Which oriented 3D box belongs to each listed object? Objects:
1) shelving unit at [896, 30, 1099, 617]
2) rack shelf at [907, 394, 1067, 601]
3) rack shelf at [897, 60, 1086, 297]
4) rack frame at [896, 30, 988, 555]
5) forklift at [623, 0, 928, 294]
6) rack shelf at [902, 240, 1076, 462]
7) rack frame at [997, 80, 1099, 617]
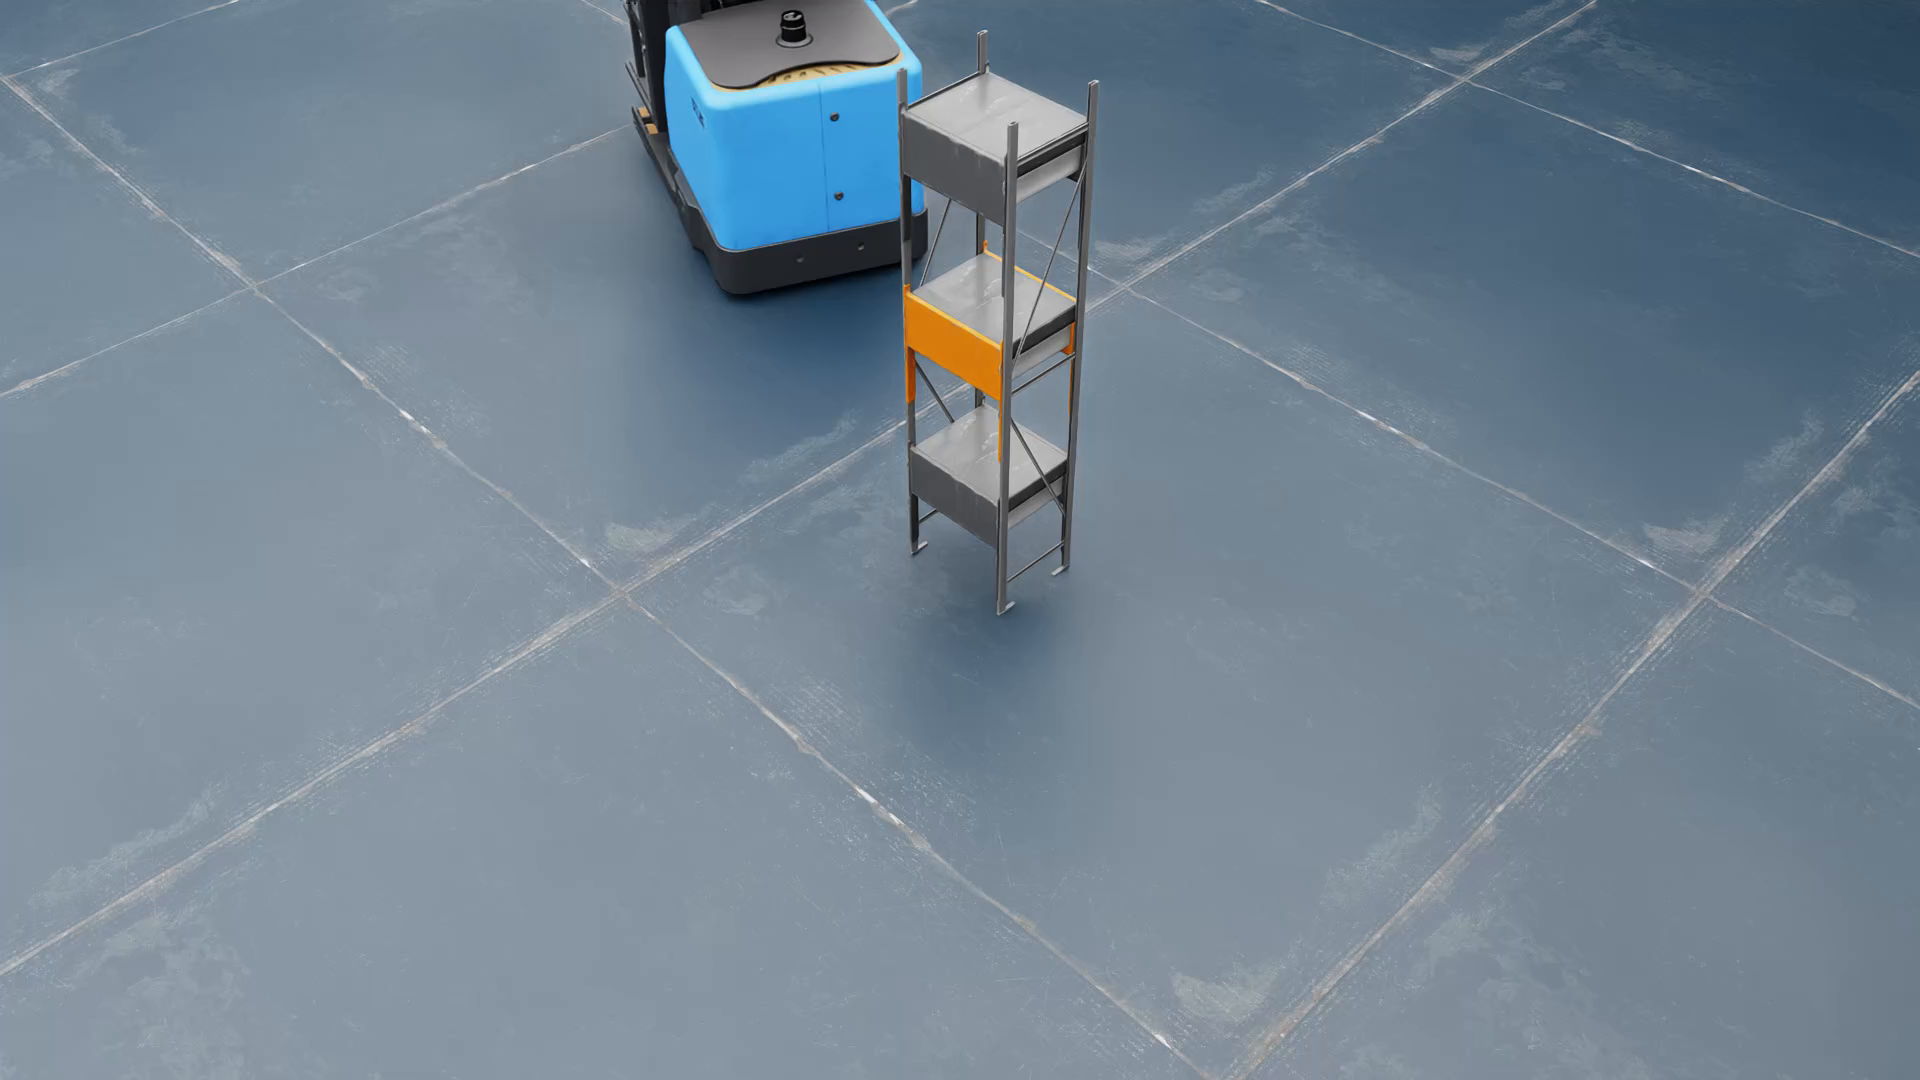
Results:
[{"bbox_3d":[0.117,-0.692,5.951,0.431,2.100,0.503,-34,53,-31],"label":"shelving unit"},{"bbox_3d":[0.117,-0.167,6.436,0.431,0.518,0.480,-34,53,-31],"label":"rack shelf"},{"bbox_3d":[0.117,-1.196,5.486,0.431,0.518,0.480,-34,53,-31],"label":"rack shelf"},{"bbox_3d":[-0.055,-0.809,6.078,0.400,2.100,0.015,-34,53,-31],"label":"rack frame"},{"bbox_3d":[-1.153,-3.257,8.115,1.130,2.935,3.031,-14,45,-15],"label":"forklift"},{"bbox_3d":[0.117,-0.682,5.961,0.431,0.518,0.480,-34,53,-31],"label":"rack shelf"},{"bbox_3d":[0.289,-0.574,5.824,0.400,2.100,0.015,-34,53,-31],"label":"rack frame"}]
